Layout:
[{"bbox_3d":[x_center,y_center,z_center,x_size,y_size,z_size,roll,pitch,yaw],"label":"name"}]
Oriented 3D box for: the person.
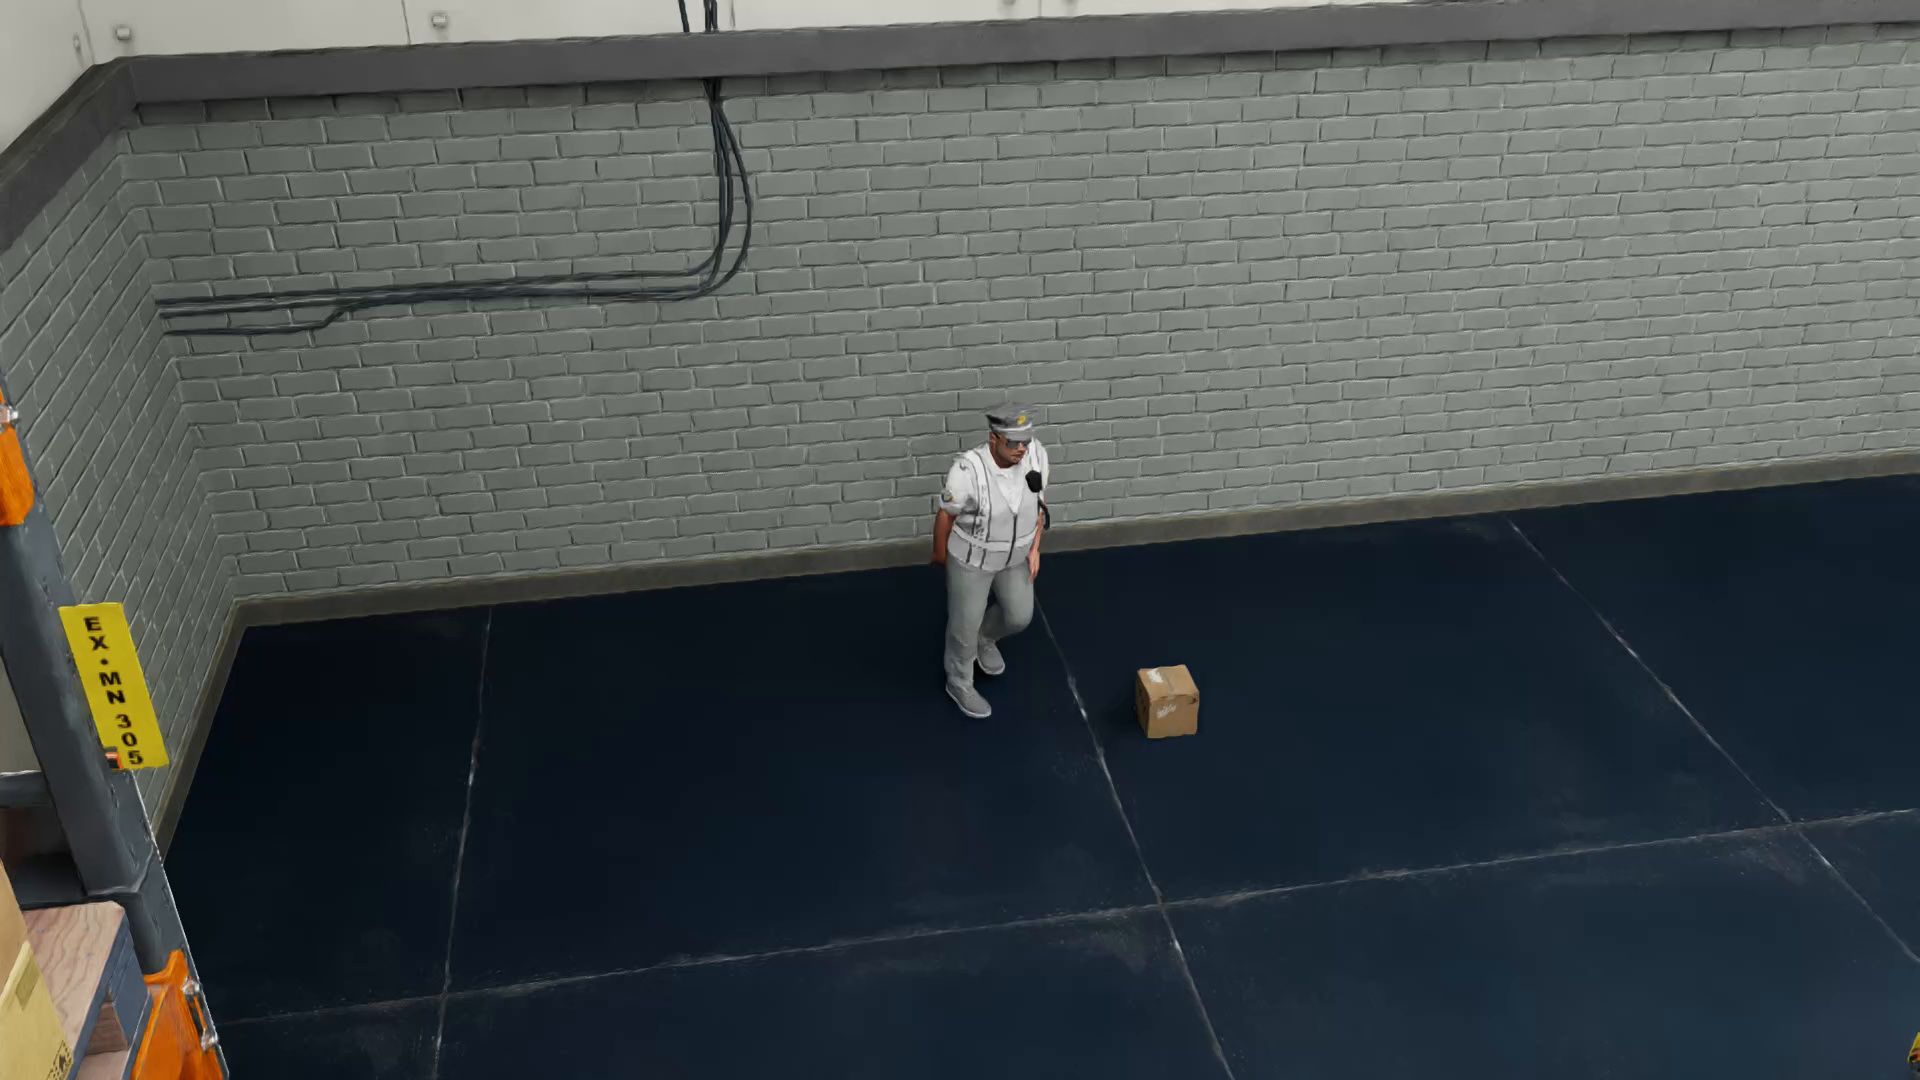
[{"bbox_3d":[0.134,0.045,8.073,0.539,1.733,0.644,-17,34,-26],"label":"person"}]
